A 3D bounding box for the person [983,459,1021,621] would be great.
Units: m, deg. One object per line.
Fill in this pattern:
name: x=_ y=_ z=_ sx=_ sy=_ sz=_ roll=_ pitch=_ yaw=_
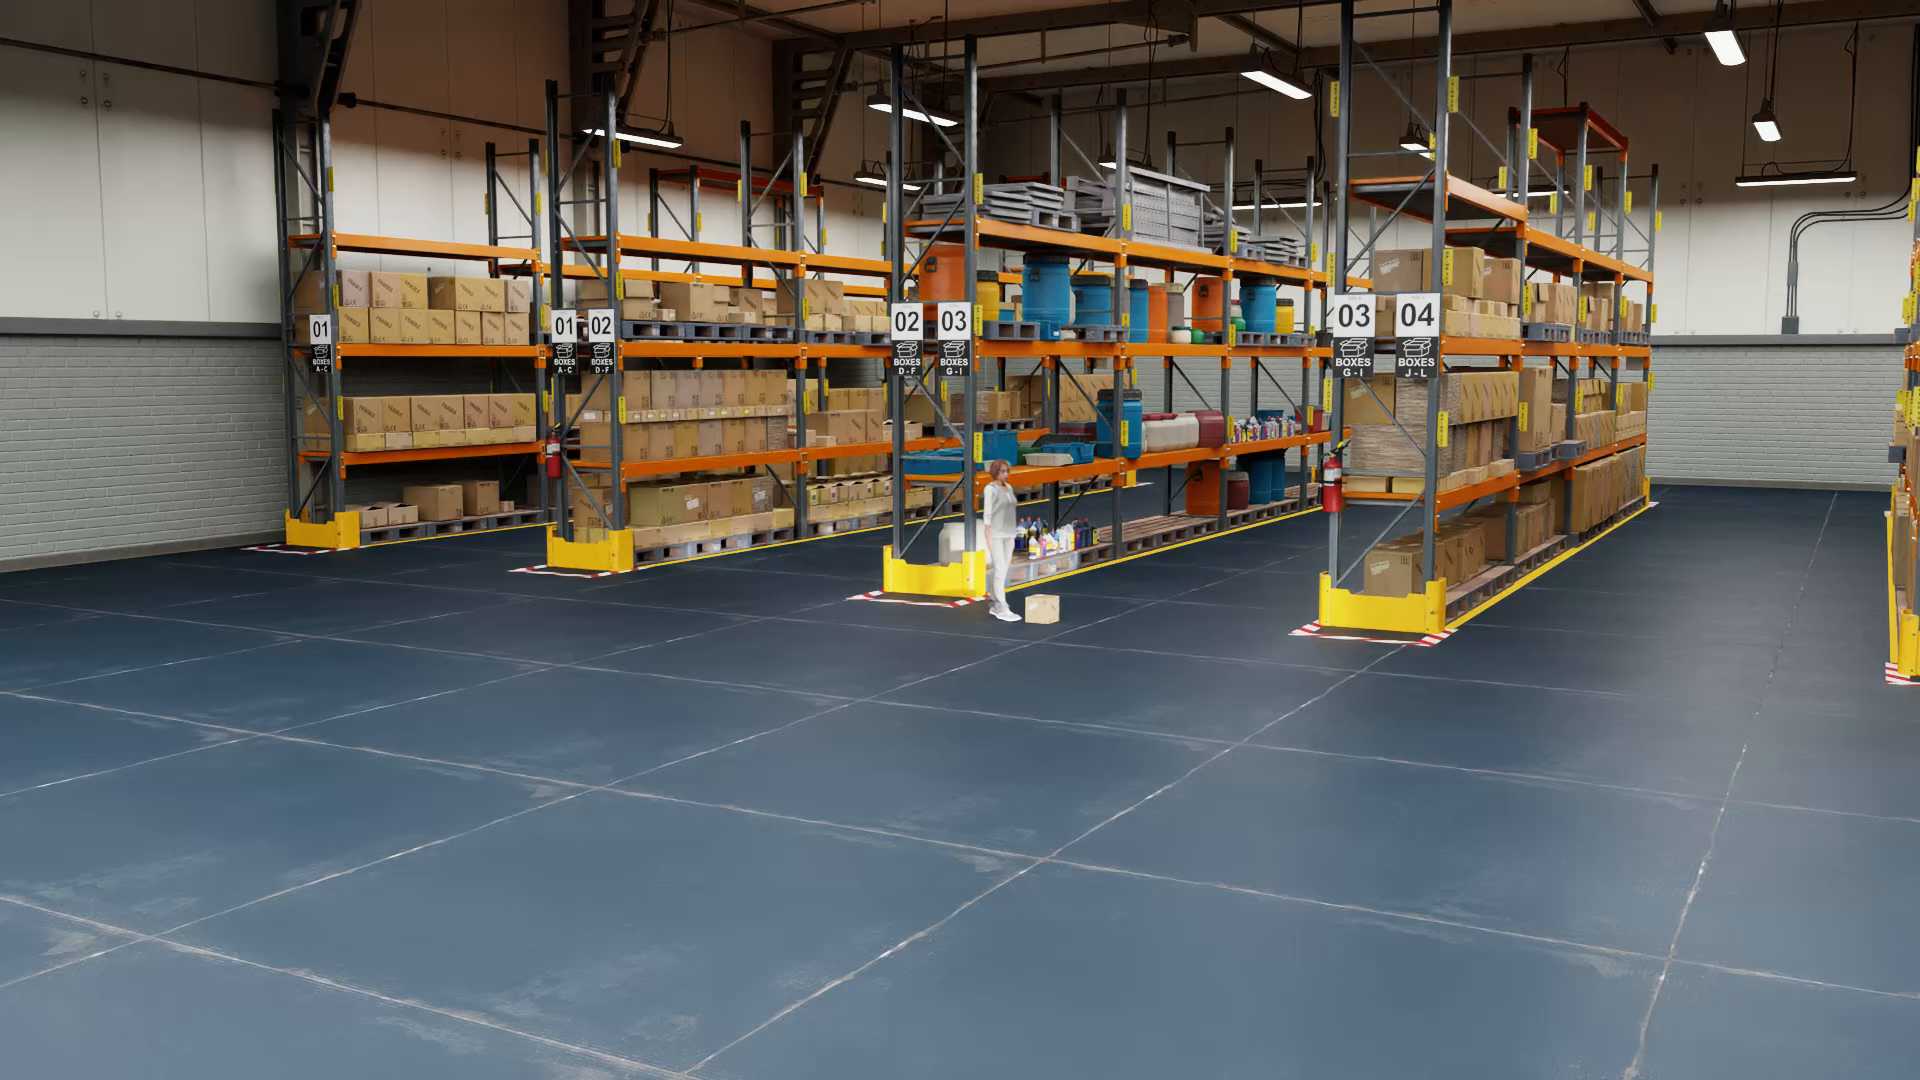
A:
person: x=0.445 y=-0.012 z=16.607 sx=0.555 sy=1.595 sz=0.422 roll=5 pitch=8 yaw=40
